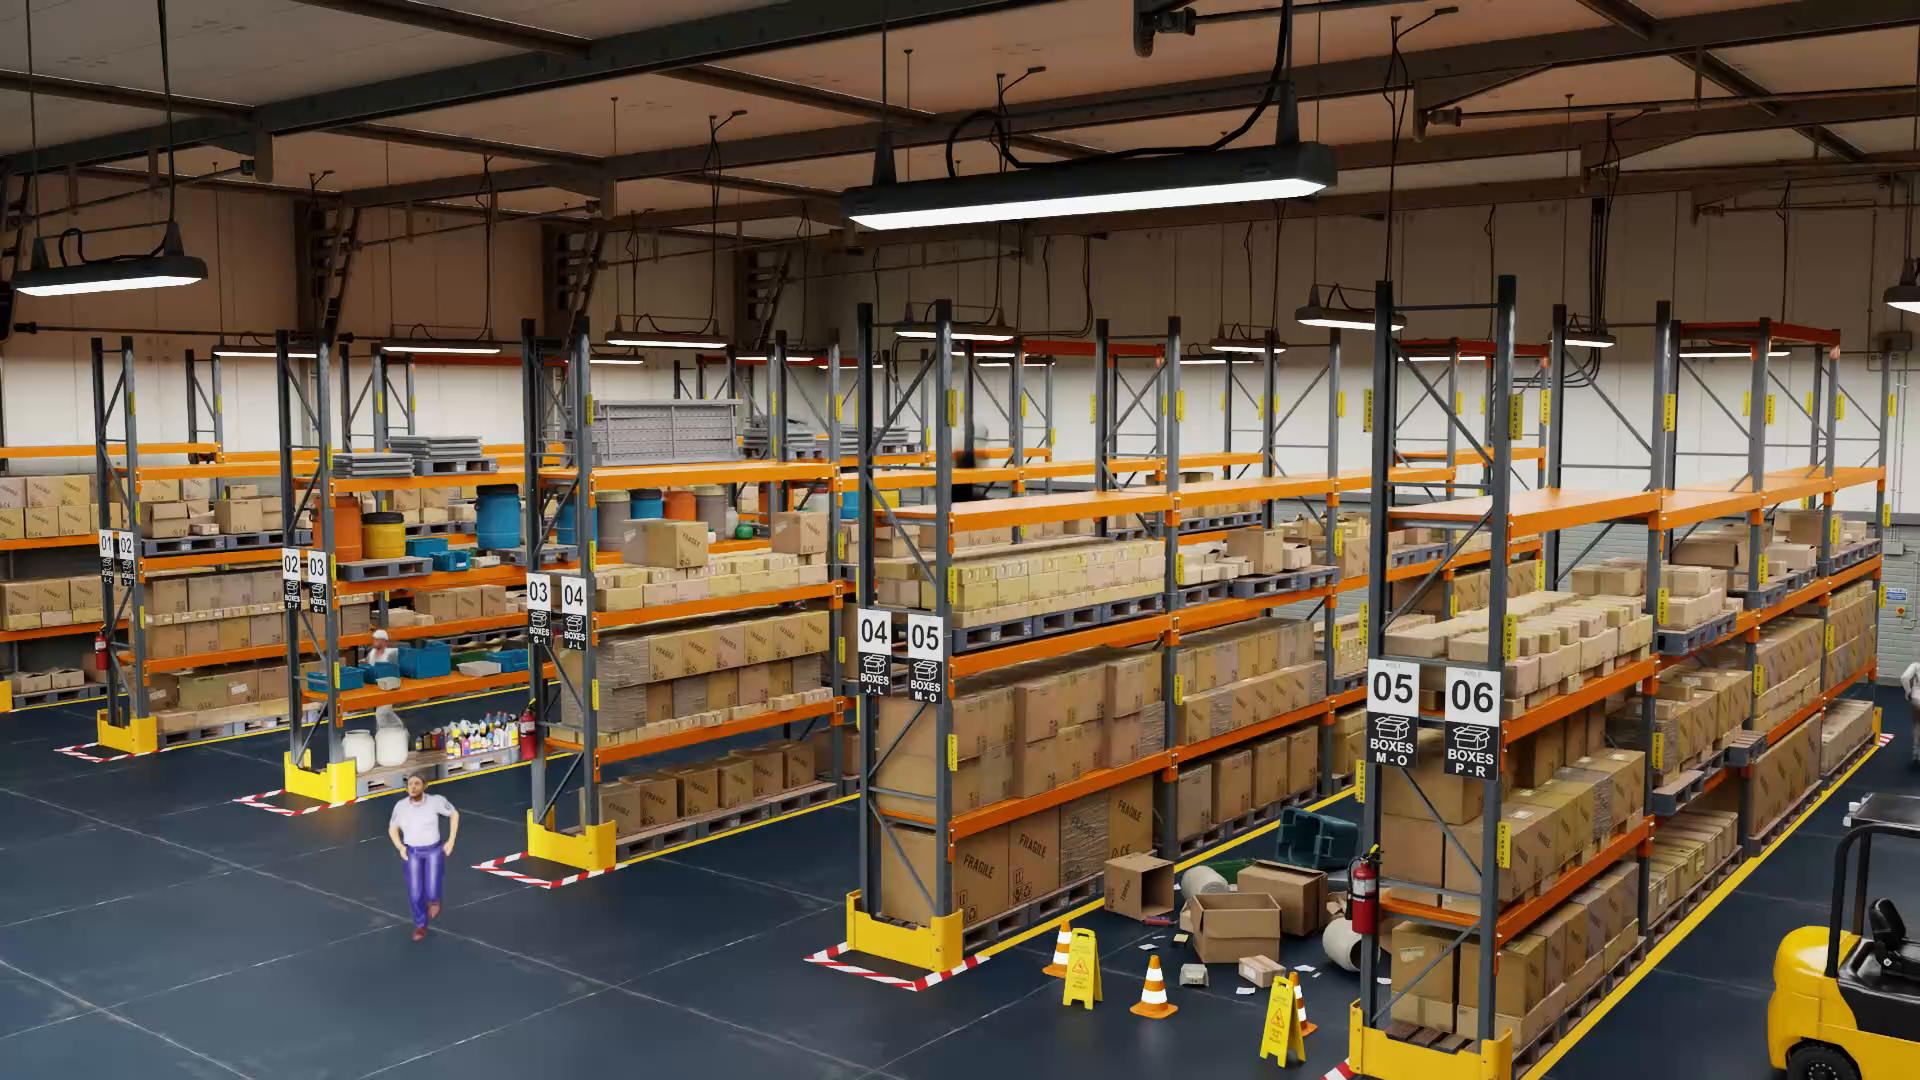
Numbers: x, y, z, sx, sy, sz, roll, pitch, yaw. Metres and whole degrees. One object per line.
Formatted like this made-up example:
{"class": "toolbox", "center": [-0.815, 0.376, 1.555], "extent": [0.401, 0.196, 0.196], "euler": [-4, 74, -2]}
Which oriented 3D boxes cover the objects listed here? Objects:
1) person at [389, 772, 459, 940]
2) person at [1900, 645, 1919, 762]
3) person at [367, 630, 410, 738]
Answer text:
{"class": "person", "center": [-5.109, 3.005, 15.832], "extent": [0.624, 1.597, 0.616], "euler": [-1, 5, -8]}
{"class": "person", "center": [13.467, 2.305, 23.219], "extent": [0.598, 1.753, 0.778], "euler": [3, 6, 35]}
{"class": "person", "center": [-8.269, 2.186, 23.952], "extent": [0.613, 1.823, 0.894], "euler": [3, 6, 30]}
